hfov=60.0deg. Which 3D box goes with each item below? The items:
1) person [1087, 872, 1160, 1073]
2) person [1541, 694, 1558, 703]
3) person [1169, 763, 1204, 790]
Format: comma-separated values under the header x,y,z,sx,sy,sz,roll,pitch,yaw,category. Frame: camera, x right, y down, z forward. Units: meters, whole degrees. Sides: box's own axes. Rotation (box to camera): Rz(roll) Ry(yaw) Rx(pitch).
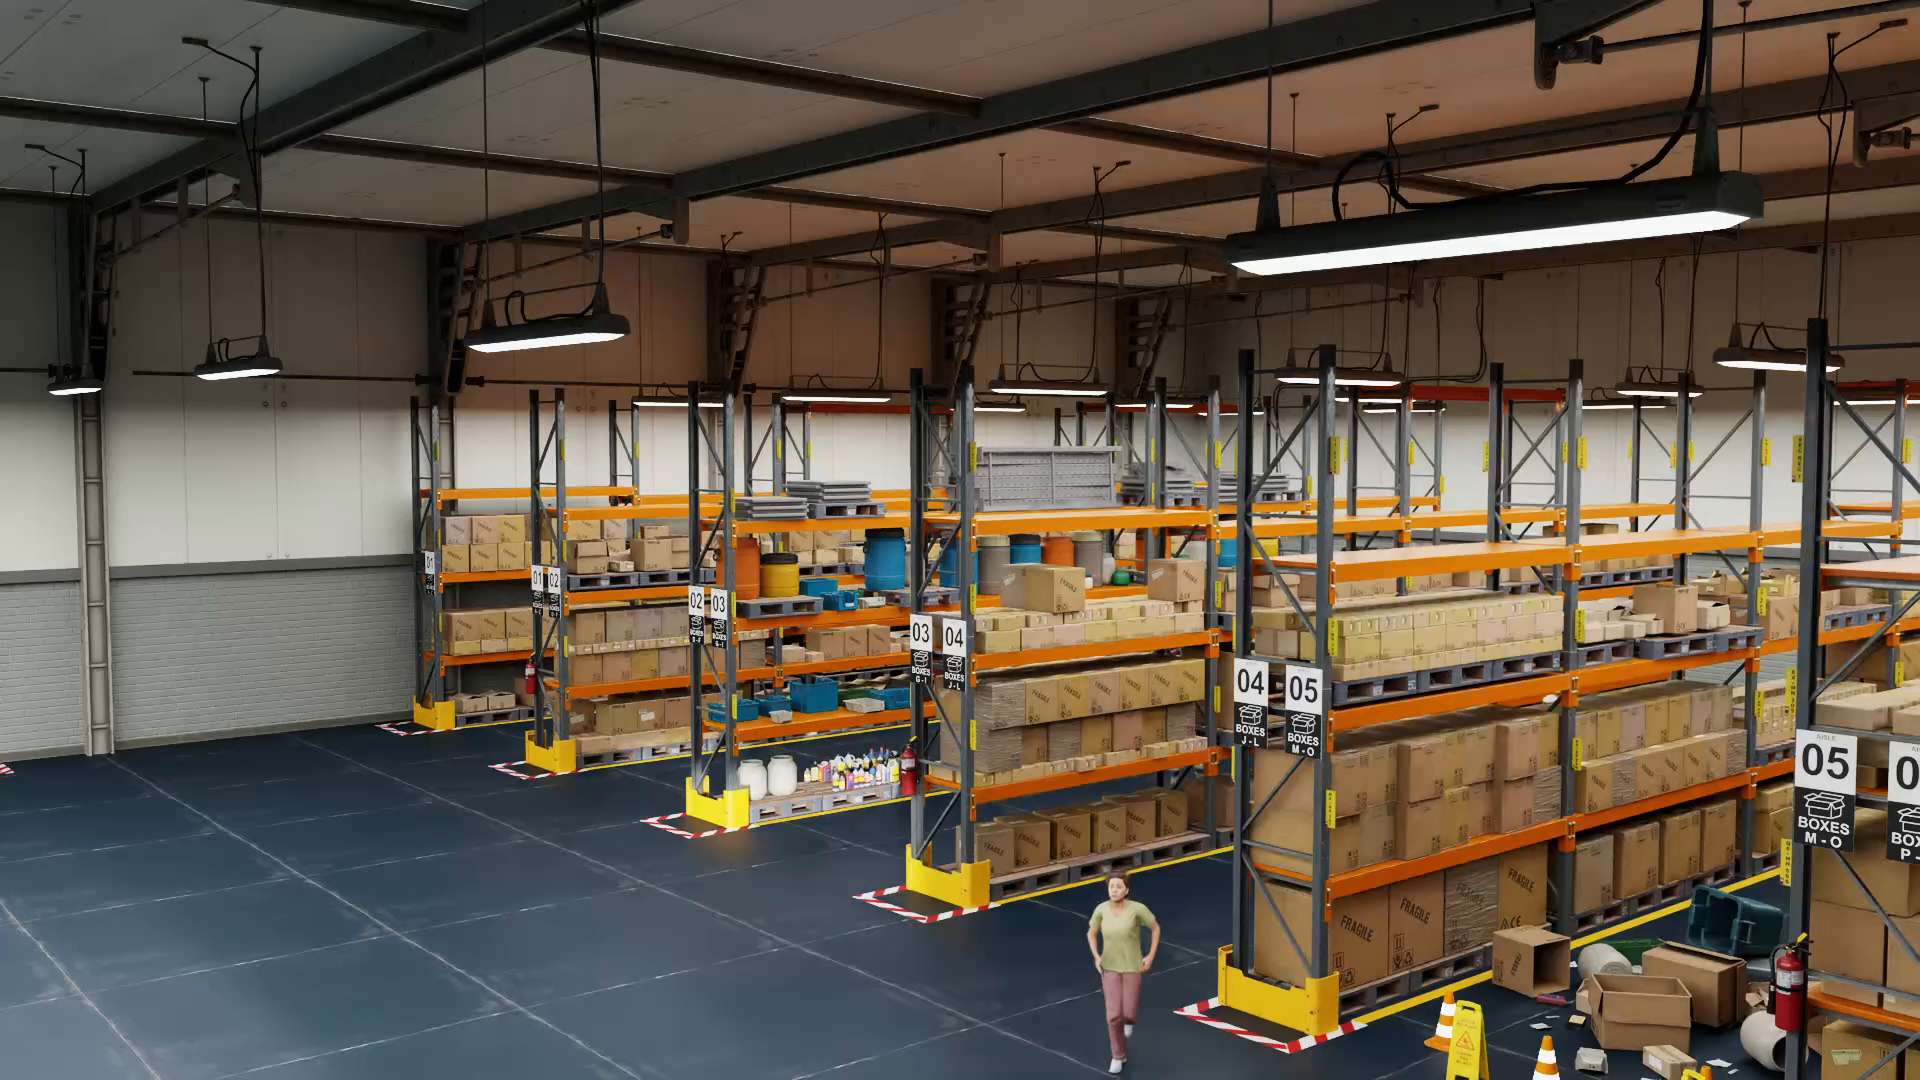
x,y,z,sx,sy,sz,roll,pitch,yaw,category
1.352,3.549,13.782,0.598,1.630,0.629,1,3,15,person
7.976,2.973,22.464,0.684,1.780,0.734,-3,5,-43,person
3.335,2.819,24.511,0.646,1.846,0.793,2,4,36,person
